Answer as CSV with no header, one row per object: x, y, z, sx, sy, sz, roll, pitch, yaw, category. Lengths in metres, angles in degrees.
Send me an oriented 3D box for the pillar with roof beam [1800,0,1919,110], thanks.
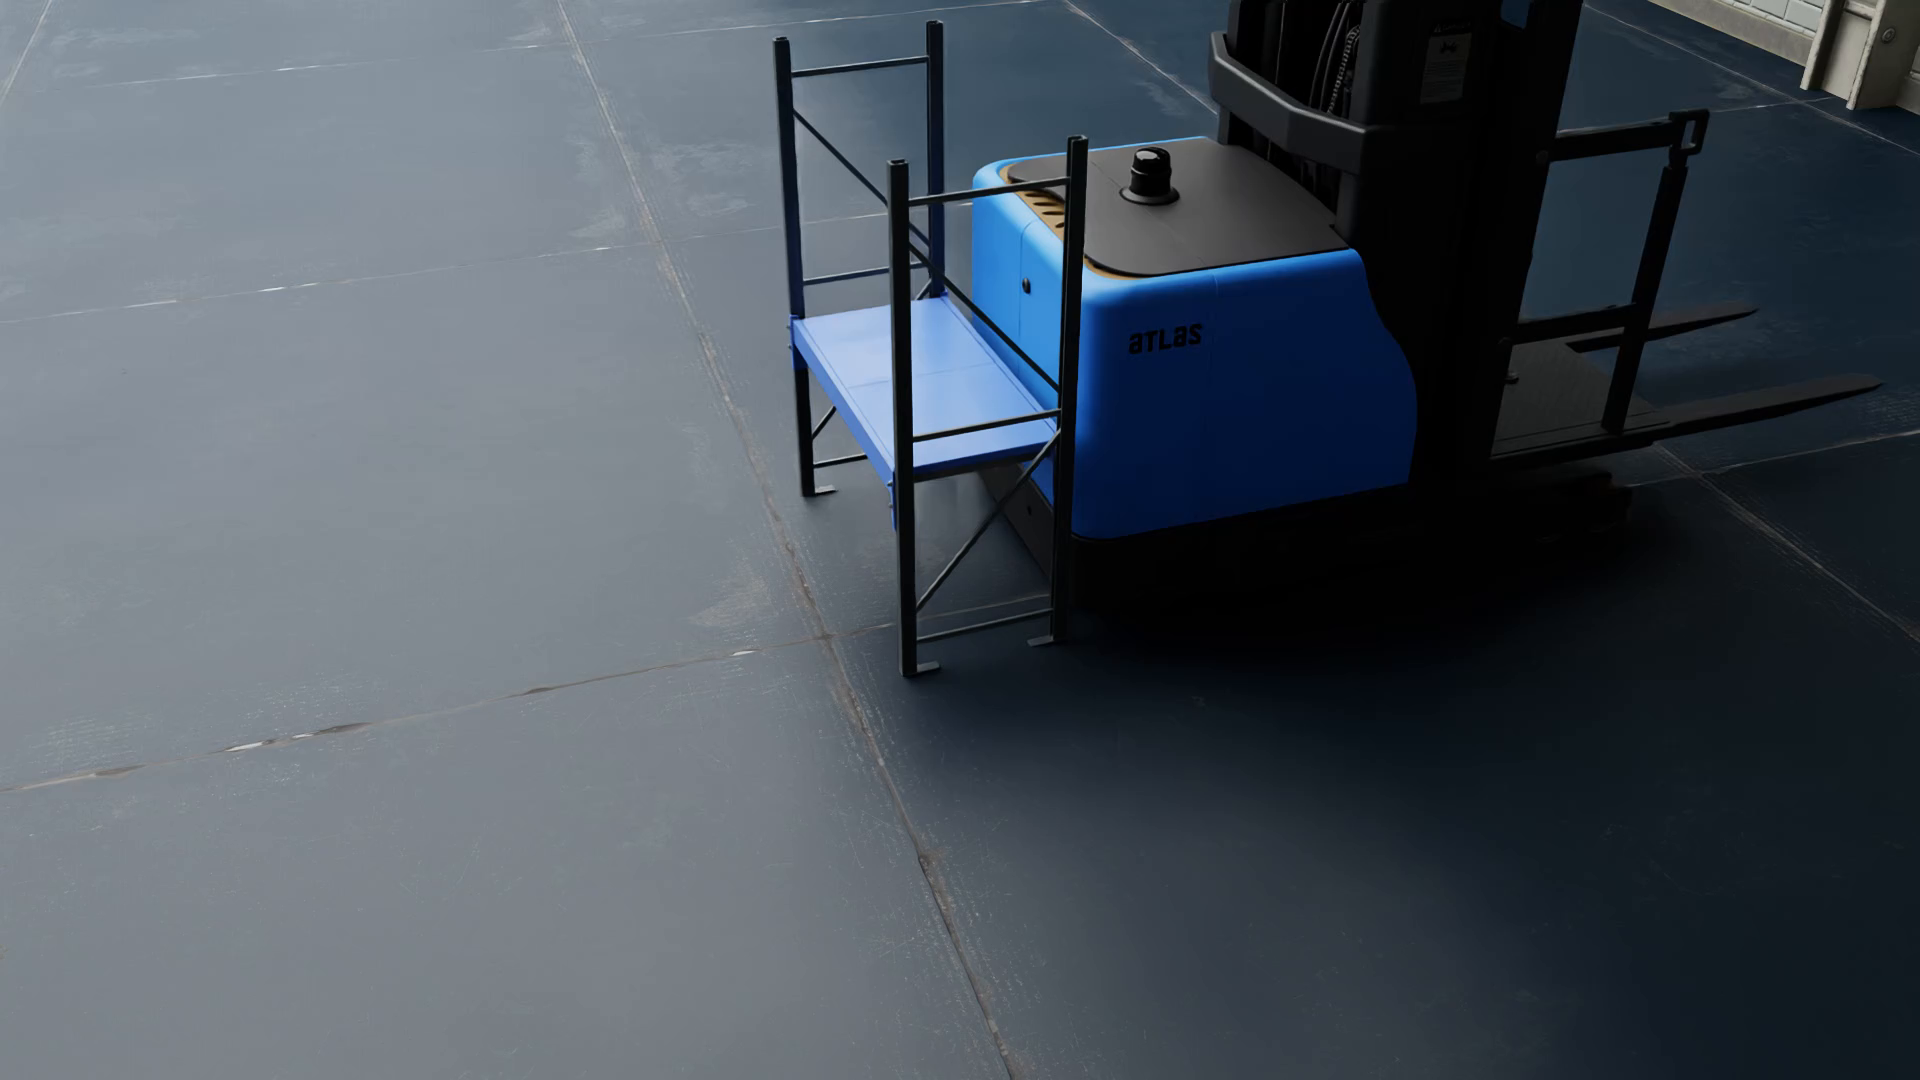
0.615,-5.387,5.240,9.100,9.000,0.400,-10,35,-15,pillar with roof beam

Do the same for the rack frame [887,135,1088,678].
0.069,-0.295,4.336,0.500,1.500,0.032,-12,35,-17,rack frame

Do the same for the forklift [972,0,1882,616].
1.598,-1.479,4.830,3.031,2.935,1.130,-10,35,-15,forklift

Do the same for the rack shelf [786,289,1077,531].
-0.109,-0.408,4.833,0.538,0.185,1.000,-12,35,-17,rack shelf

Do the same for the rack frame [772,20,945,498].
-0.288,-0.820,5.131,0.500,1.500,0.032,-12,35,-17,rack frame

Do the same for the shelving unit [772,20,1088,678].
-0.109,-0.558,4.734,0.538,1.500,1.048,-12,35,-17,shelving unit
